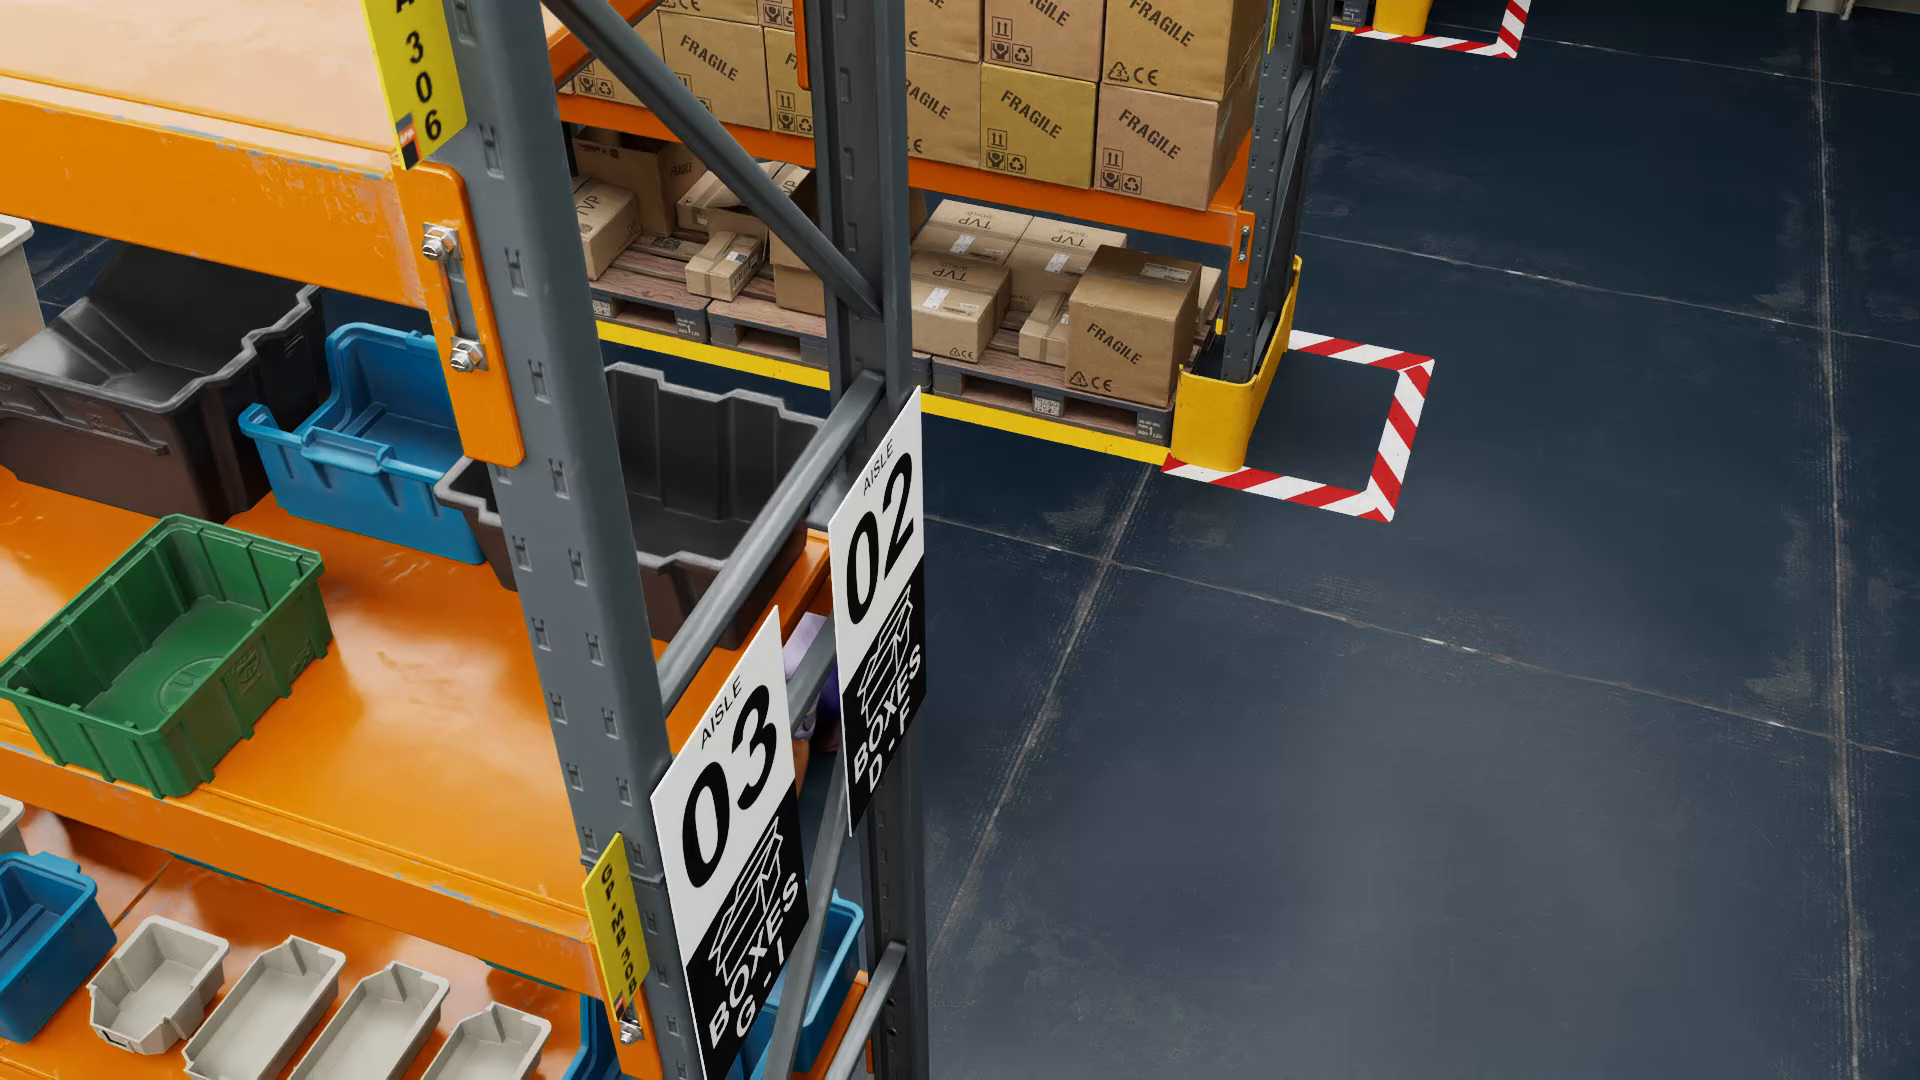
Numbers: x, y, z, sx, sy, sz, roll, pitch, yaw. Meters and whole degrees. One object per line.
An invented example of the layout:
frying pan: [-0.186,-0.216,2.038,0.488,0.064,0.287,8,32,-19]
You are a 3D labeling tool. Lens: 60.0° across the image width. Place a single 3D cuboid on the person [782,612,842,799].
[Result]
person: [-0.670,0.528,6.249,0.524,0.783,0.905,12,43,13]
